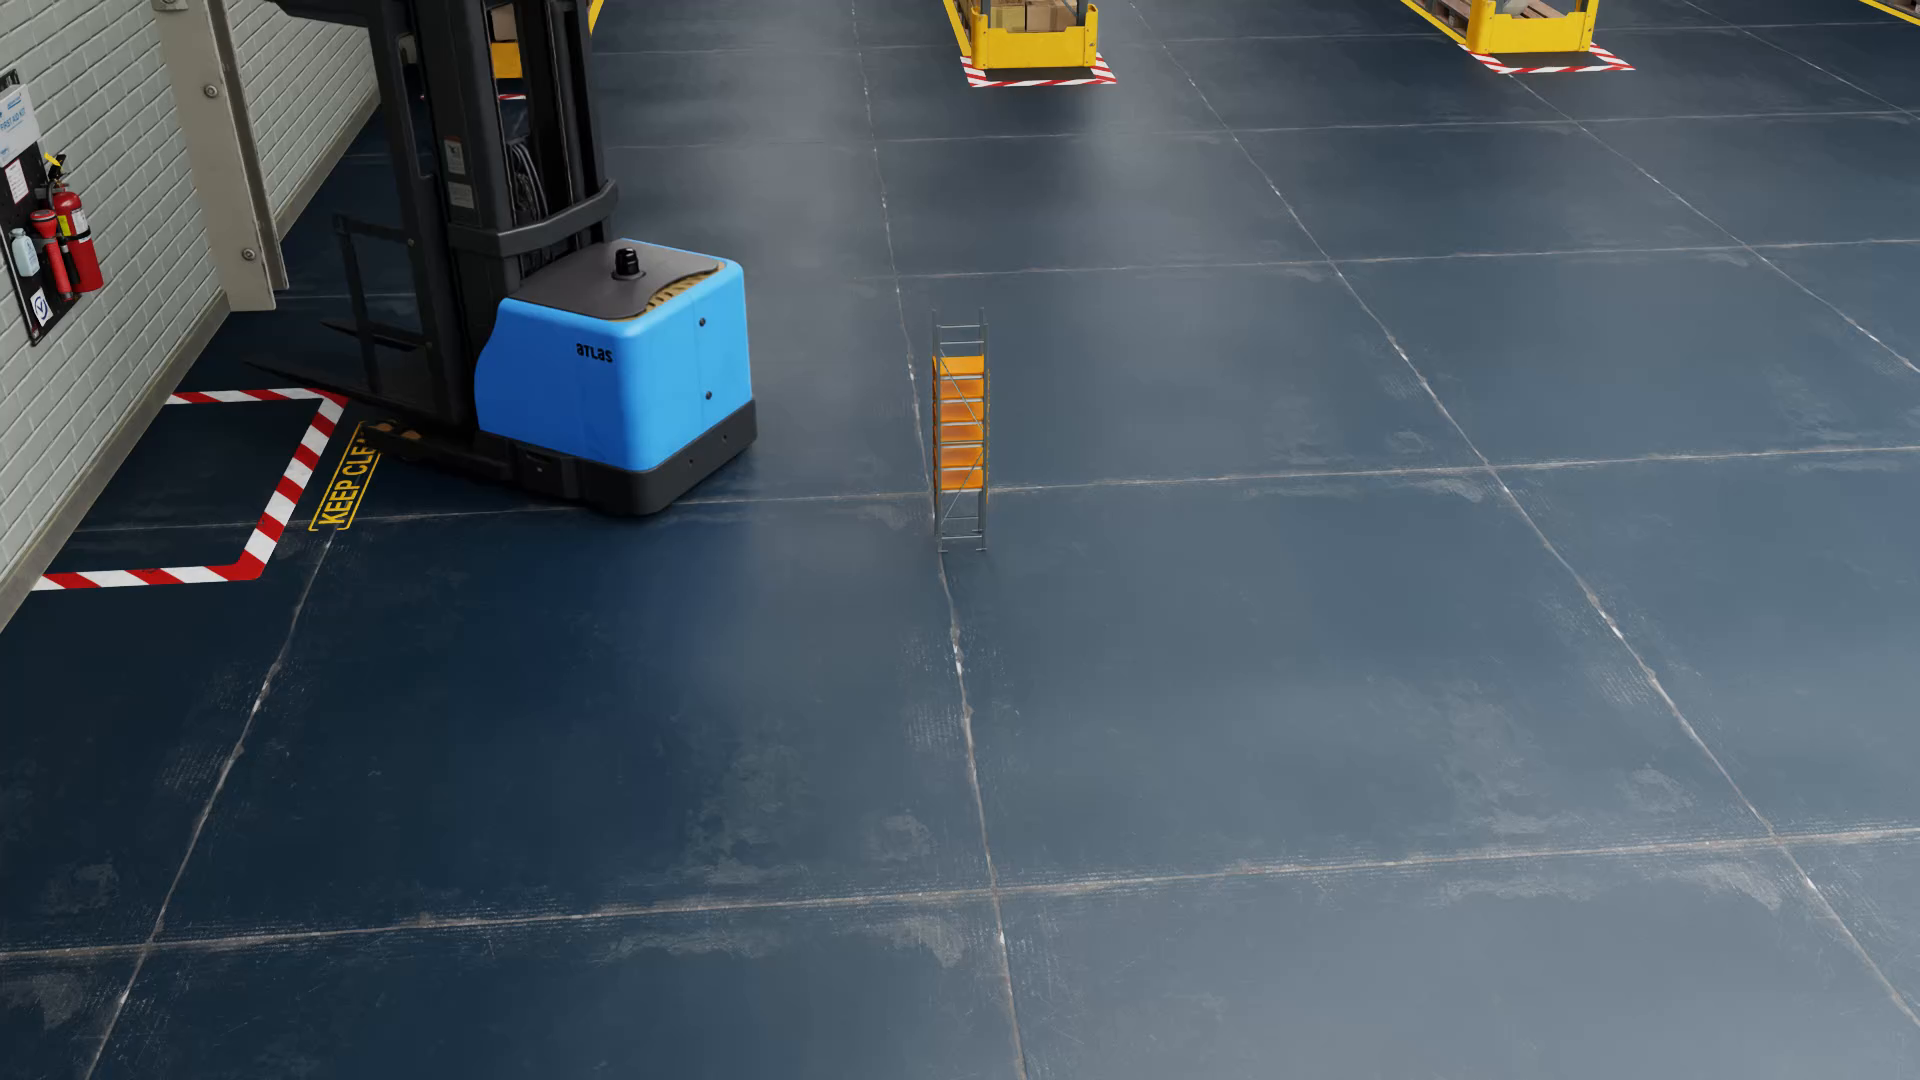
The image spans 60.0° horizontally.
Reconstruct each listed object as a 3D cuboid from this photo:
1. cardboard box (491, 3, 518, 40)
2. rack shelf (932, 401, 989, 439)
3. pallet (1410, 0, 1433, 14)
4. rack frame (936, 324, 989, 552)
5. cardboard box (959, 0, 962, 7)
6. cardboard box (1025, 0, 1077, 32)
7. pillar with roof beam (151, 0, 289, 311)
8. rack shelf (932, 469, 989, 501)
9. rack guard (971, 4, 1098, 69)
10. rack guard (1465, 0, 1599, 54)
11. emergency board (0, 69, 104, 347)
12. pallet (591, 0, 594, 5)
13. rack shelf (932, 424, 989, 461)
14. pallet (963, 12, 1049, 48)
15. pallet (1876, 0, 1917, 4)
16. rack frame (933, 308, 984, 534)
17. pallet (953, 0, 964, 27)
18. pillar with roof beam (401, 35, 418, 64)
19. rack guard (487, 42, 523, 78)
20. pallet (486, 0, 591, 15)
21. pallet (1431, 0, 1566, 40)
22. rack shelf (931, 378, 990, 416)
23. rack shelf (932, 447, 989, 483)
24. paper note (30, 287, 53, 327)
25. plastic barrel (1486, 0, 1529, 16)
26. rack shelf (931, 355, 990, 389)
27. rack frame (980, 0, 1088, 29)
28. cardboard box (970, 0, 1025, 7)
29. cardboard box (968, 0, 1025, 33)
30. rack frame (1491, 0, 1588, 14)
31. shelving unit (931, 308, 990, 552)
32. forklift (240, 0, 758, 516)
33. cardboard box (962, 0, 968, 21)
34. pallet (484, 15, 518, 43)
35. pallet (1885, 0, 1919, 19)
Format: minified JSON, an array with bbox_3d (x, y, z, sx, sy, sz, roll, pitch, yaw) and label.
[{"bbox_3d":[-4.210,-5.007,15.901,0.500,0.311,0.500,-6,31,-10],"label":"cardboard box"},{"bbox_3d":[0.001,-0.573,7.891,0.258,0.103,0.180,-3,31,-5],"label":"rack shelf"},{"bbox_3d":[5.393,-5.966,18.032,1.003,0.211,1.213,-3,31,-5],"label":"pallet"},{"bbox_3d":[0.010,-0.461,7.852,0.240,1.200,0.006,-3,31,-5],"label":"rack frame"},{"bbox_3d":[0.245,-5.624,17.012,0.500,0.250,0.500,-3,31,-5],"label":"cardboard box"},{"bbox_3d":[0.868,-5.139,16.200,0.500,0.250,0.500,-3,31,-5],"label":"cardboard box"},{"bbox_3d":[-0.315,-5.650,8.933,9.100,9.000,0.400,-3,31,-5],"label":"pillar with roof beam"},{"bbox_3d":[0.001,-0.264,8.076,0.258,0.103,0.180,-3,31,-5],"label":"rack shelf"},{"bbox_3d":[0.699,-4.769,15.747,1.175,0.500,0.348,-3,31,-5],"label":"rack guard"},{"bbox_3d":[5.574,-5.053,16.223,1.175,0.500,0.348,-3,31,-5],"label":"rack guard"},{"bbox_3d":[-4.408,-1.605,8.011,0.194,1.169,0.643,-3,31,-5],"label":"emergency board"},{"bbox_3d":[-4.511,-6.119,18.289,1.003,0.211,1.213,-3,31,-5],"label":"pallet"},{"bbox_3d":[0.001,-0.470,7.953,0.258,0.103,0.180,-3,31,-5],"label":"rack shelf"},{"bbox_3d":[0.583,-5.046,16.492,1.003,0.211,1.213,-3,31,-5],"label":"pallet"},{"bbox_3d":[10.401,-6.207,18.436,1.003,0.211,1.213,-3,31,-5],"label":"pallet"},{"bbox_3d":[-0.007,-0.554,8.008,0.240,1.200,0.006,-3,31,-5],"label":"rack frame"},{"bbox_3d":[0.472,-5.667,17.532,1.003,0.211,1.213,-3,31,-5],"label":"pallet"},{"bbox_3d":[-0.876,-8.713,14.062,9.100,9.000,0.400,-3,31,-5],"label":"pillar with roof beam"},{"bbox_3d":[-4.242,-4.581,15.432,1.175,0.500,0.348,-3,31,-5],"label":"rack guard"},{"bbox_3d":[-4.394,-5.495,17.244,1.003,0.211,1.213,-3,31,-5],"label":"pallet"},{"bbox_3d":[5.504,-5.344,16.992,1.003,0.211,1.213,-3,31,-5],"label":"pallet"},{"bbox_3d":[0.001,-0.676,7.830,0.258,0.103,0.180,-3,31,-5],"label":"rack shelf"},{"bbox_3d":[0.001,-0.367,8.014,0.258,0.103,0.180,-3,31,-5],"label":"rack shelf"},{"bbox_3d":[-4.461,-1.133,8.080,0.016,0.148,0.142,-3,31,-5],"label":"paper note"},{"bbox_3d":[5.491,-5.535,16.607,0.421,0.512,0.421,0,31,0],"label":"plastic barrel"},{"bbox_3d":[0.001,-0.779,7.768,0.258,0.103,0.180,-3,31,-5],"label":"rack shelf"},{"bbox_3d":[0.696,-5.855,15.127,1.000,3.000,0.127,-3,31,-5],"label":"rack frame"},{"bbox_3d":[0.350,-5.436,15.966,0.500,0.500,0.500,-3,31,-5],"label":"cardboard box"},{"bbox_3d":[0.352,-5.114,16.159,0.500,0.250,0.500,-3,31,-5],"label":"cardboard box"},{"bbox_3d":[5.628,-6.090,15.521,1.000,3.000,0.127,-3,31,-5],"label":"rack frame"},{"bbox_3d":[0.001,-0.508,7.930,0.258,1.200,0.189,-3,31,-5],"label":"shelving unit"},{"bbox_3d":[-2.649,-1.901,8.575,3.031,2.935,1.130,15,34,23],"label":"forklift"},{"bbox_3d":[0.293,-5.369,16.585,0.500,0.250,0.500,-3,31,-5],"label":"cardboard box"},{"bbox_3d":[-4.283,-4.874,16.203,1.003,0.211,1.213,-3,31,-5],"label":"pallet"},{"bbox_3d":[10.512,-5.585,17.395,1.003,0.211,1.213,-3,31,-5],"label":"pallet"}]
